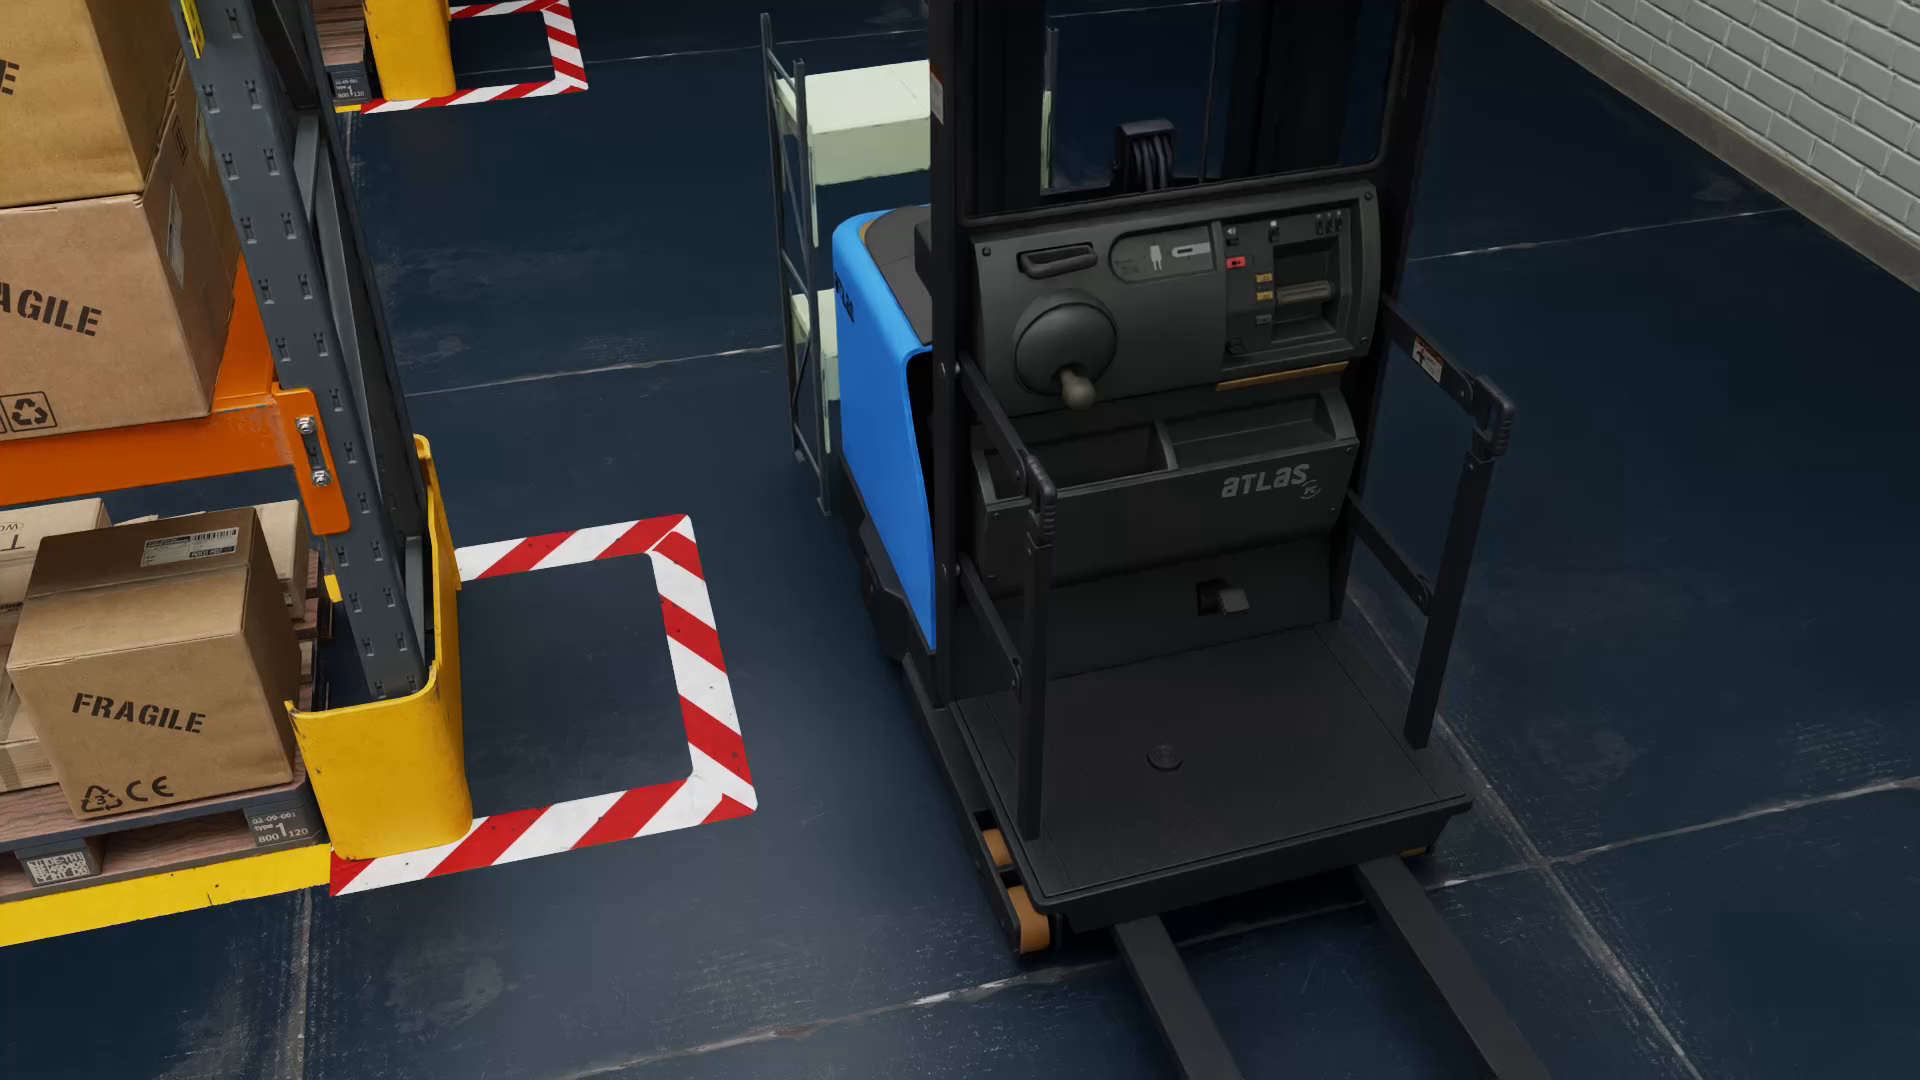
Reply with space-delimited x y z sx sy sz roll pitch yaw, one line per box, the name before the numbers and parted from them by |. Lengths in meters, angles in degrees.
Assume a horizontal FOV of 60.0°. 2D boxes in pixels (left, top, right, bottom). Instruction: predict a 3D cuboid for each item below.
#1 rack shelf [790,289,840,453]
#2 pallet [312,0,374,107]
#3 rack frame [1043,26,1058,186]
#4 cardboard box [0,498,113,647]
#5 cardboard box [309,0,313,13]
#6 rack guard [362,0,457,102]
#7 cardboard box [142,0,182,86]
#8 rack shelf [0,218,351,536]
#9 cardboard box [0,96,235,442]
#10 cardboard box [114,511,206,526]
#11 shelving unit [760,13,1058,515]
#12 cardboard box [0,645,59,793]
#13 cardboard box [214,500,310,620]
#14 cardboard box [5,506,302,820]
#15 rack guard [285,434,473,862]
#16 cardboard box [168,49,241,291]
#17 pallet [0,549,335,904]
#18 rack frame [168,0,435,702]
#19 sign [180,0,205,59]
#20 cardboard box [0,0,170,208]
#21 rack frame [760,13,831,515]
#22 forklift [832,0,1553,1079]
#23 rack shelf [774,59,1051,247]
rack shelf | -0.149 -0.608 5.347 0.720 0.370 0.431 -12 39 -15
pallet | -3.535 -2.379 8.186 1.213 0.211 1.003 -9 38 -12
rack frame | 0.196 -0.942 5.247 0.023 1.500 0.400 -12 39 -15
cardboard box | -2.570 0.162 4.470 0.500 0.250 0.500 -9 38 -12
cardboard box | -3.433 -2.663 7.975 0.500 0.500 0.700 -9 38 -12
rack guard | -2.761 -2.670 8.329 0.348 0.500 1.175 -9 38 -12
cardboard box | -1.986 -1.275 3.543 0.500 0.500 0.500 -8 38 -11
rack shelf | -3.419 -0.151 3.571 4.000 0.370 1.077 -9 38 -12
cardboard box | -1.850 -0.563 3.435 0.500 0.500 0.500 -8 38 -11
cardboard box | -2.224 0.101 4.619 0.250 0.166 0.380 -9 38 -12
shelving unit | -0.149 -0.867 5.149 0.755 1.500 0.431 -12 39 -15
cardboard box | -2.364 0.439 4.178 0.250 0.166 0.380 -9 38 -12
cardboard box | -1.983 0.068 4.676 0.250 0.149 0.380 -9 38 -12
cardboard box | -1.949 0.295 4.091 0.500 0.500 0.500 -9 38 -12
rack guard | -1.562 0.251 4.511 0.348 0.500 1.175 -9 38 -12
cardboard box | -1.986 -0.878 3.847 0.500 0.500 0.500 -9 38 -11
pallet | -2.331 0.493 4.433 1.213 0.211 1.003 -9 38 -12
rack frame | -1.489 -0.754 3.767 0.127 3.000 1.000 -9 38 -12
sign | -1.363 -1.011 2.889 0.005 0.325 0.100 -9 38 -12
cardboard box | -1.847 -0.959 3.130 0.500 0.500 0.500 -10 38 -12
rack frame | -0.493 -0.793 5.052 0.023 1.500 0.400 -12 39 -15
forklift | 0.548 -0.456 3.433 1.130 2.935 3.031 -11 39 -14
rack shelf | -0.149 -1.177 4.912 0.720 0.370 0.431 -12 39 -15
